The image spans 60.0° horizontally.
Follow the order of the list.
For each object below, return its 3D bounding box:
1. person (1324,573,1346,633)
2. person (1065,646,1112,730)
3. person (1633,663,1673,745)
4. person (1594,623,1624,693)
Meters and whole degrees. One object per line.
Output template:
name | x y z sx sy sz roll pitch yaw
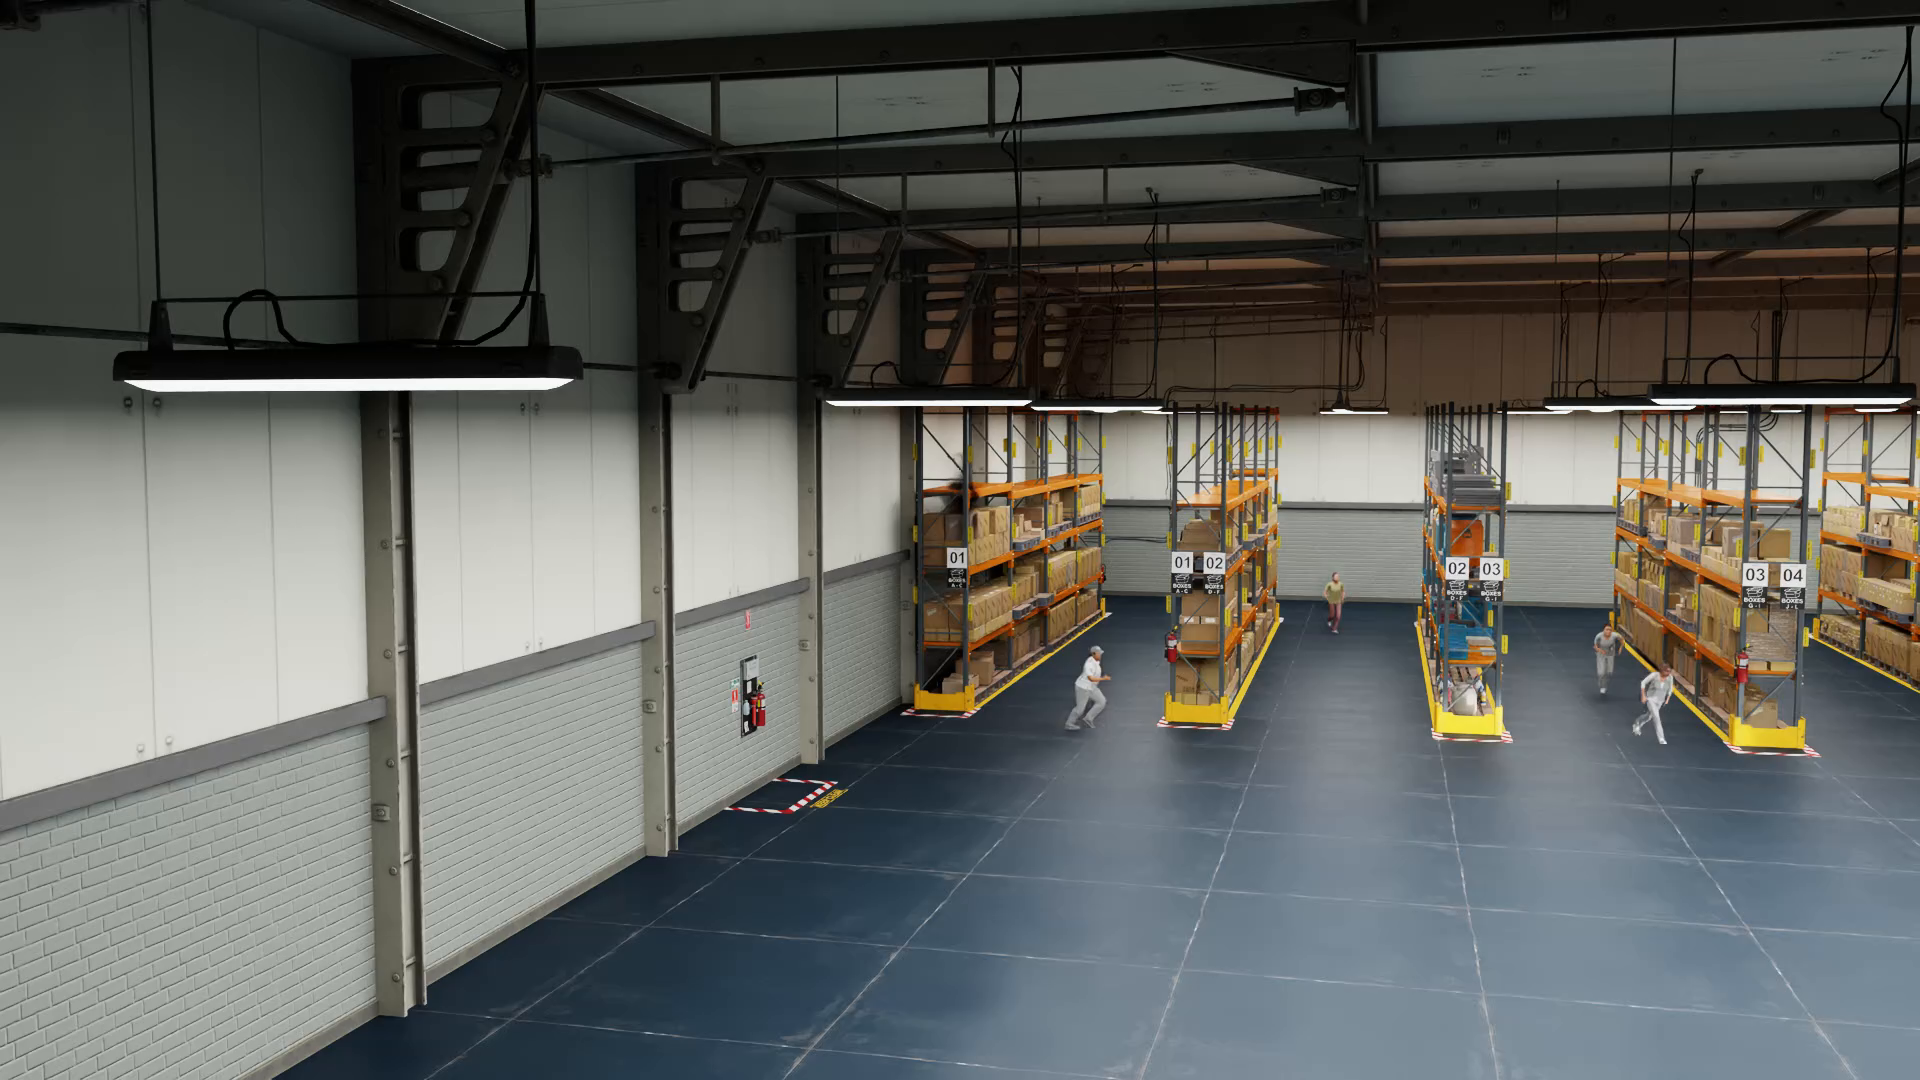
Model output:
person | 9.955 1.656 44.217 0.569 1.612 0.612 0 4 1
person | 2.350 2.698 30.275 0.902 1.578 0.605 2 5 28
person | 12.206 2.830 29.313 0.533 1.440 0.987 0 4 -5
person | 13.395 2.442 34.348 0.596 1.507 0.773 1 4 12
